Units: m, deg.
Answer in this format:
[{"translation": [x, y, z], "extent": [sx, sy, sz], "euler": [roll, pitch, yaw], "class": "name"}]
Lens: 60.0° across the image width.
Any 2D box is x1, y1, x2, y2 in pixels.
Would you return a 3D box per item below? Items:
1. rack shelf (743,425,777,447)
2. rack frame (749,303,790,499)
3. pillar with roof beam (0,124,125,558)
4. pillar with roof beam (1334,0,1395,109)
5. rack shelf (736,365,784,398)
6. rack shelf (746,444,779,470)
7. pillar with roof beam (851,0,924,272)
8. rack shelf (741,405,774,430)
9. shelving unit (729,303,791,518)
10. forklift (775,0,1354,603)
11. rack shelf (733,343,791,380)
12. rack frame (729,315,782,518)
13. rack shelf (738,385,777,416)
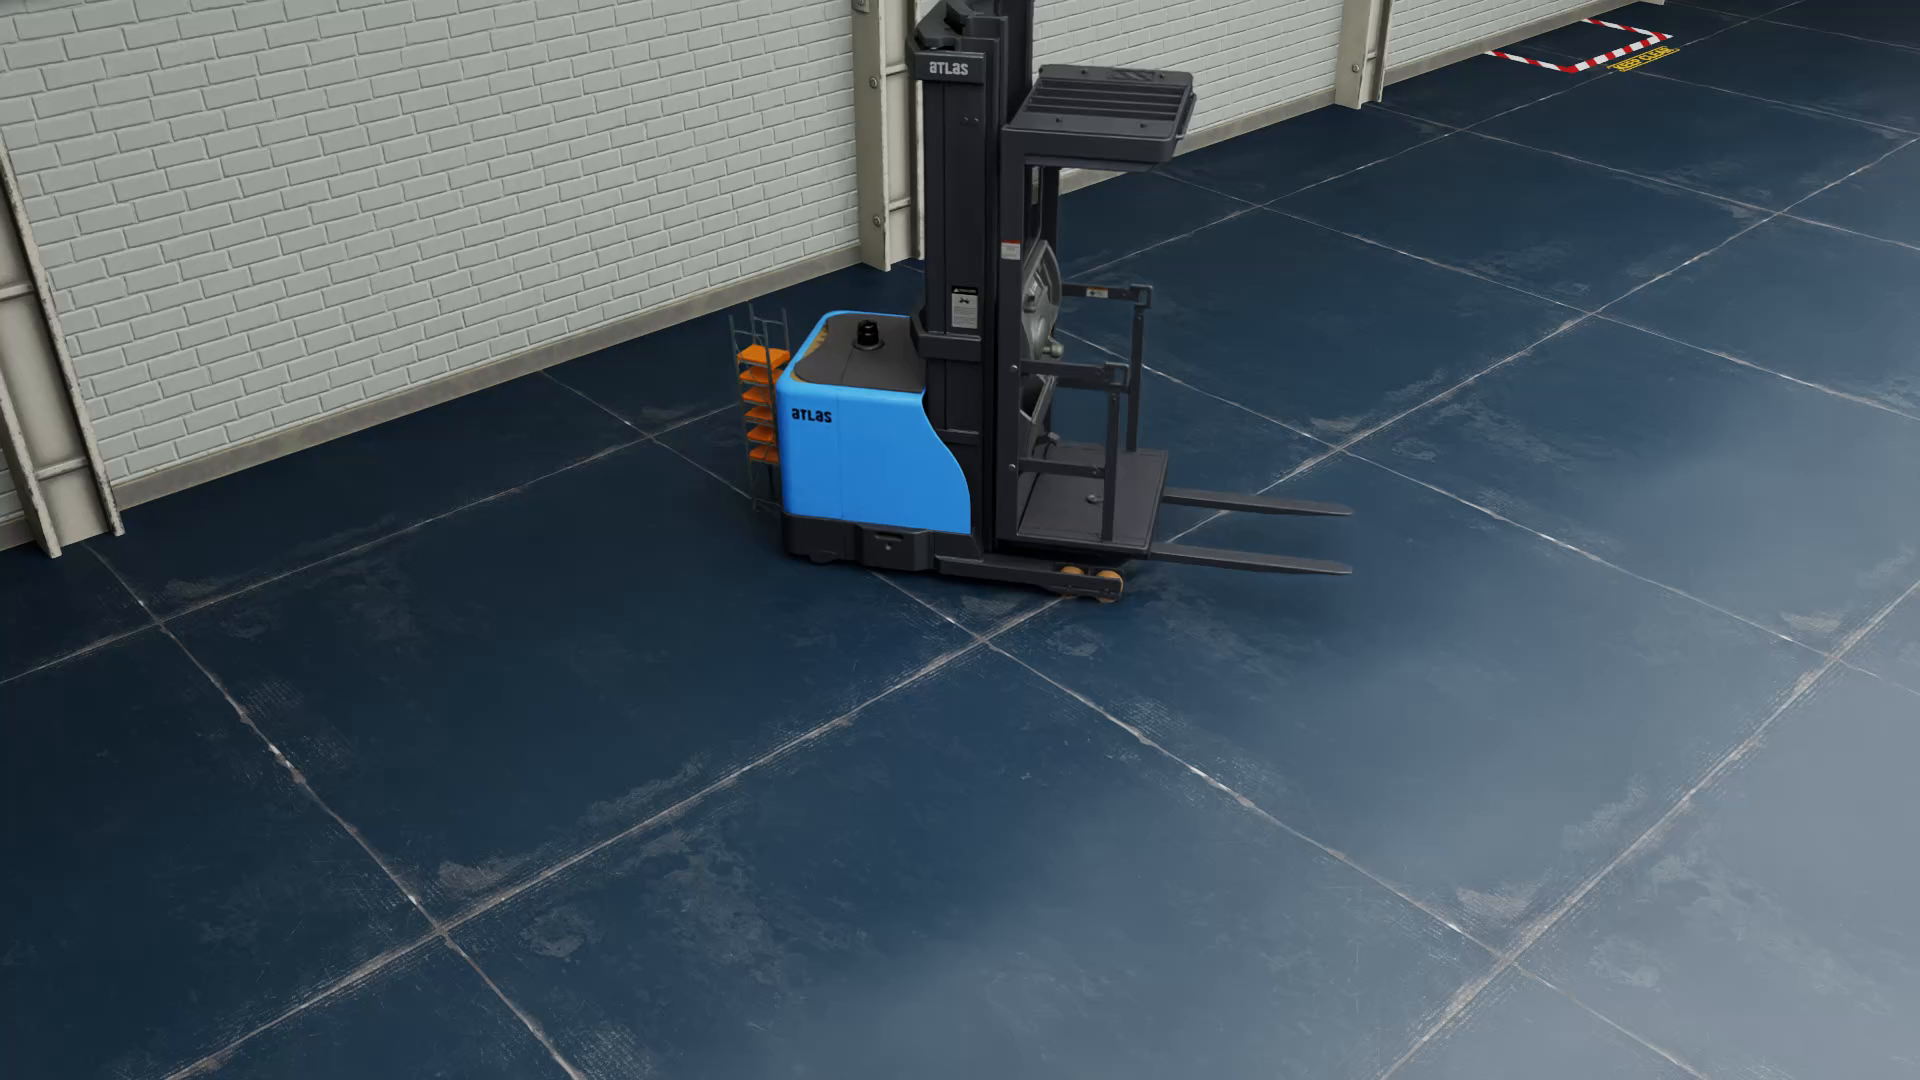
[{"translation": [-1.054, -0.562, 9.320], "extent": [0.258, 0.103, 0.180], "euler": [13, 34, 26], "class": "rack shelf"}, {"translation": [-1.018, -0.746, 9.306], "extent": [0.240, 1.200, 0.006], "euler": [13, 34, 26], "class": "rack frame"}, {"translation": [-1.996, -2.220, 4.254], "extent": [0.400, 9.000, 9.100], "euler": [-26, 40, -35], "class": "pillar with roof beam"}, {"translation": [6.803, -6.476, 11.215], "extent": [0.400, 9.000, 9.100], "euler": [-26, 40, -35], "class": "pillar with roof beam"}, {"translation": [-1.072, -0.873, 9.140], "extent": [0.258, 0.103, 0.180], "euler": [13, 34, 26], "class": "rack shelf"}, {"translation": [-1.049, -0.458, 9.379], "extent": [0.258, 0.103, 0.180], "euler": [13, 34, 26], "class": "rack shelf"}, {"translation": [2.403, -4.348, 7.734], "extent": [0.400, 9.000, 9.100], "euler": [-26, 40, -35], "class": "pillar with roof beam"}, {"translation": [-1.060, -0.665, 9.260], "extent": [0.258, 0.103, 0.180], "euler": [13, 34, 26], "class": "rack shelf"}, {"translation": [-1.062, -0.704, 9.238], "extent": [0.258, 1.200, 0.189], "euler": [13, 34, 26], "class": "shelving unit"}, {"translation": [0.603, -1.225, 8.445], "extent": [3.031, 2.935, 1.130], "euler": [6, 32, 10], "class": "forklift"}, {"translation": [-1.077, -0.977, 9.080], "extent": [0.258, 0.103, 0.180], "euler": [13, 34, 26], "class": "rack shelf"}, {"translation": [-1.107, -0.662, 9.169], "extent": [0.240, 1.200, 0.006], "euler": [13, 34, 26], "class": "rack frame"}, {"translation": [-1.066, -0.769, 9.200], "extent": [0.258, 0.103, 0.180], "euler": [13, 34, 26], "class": "rack shelf"}]
